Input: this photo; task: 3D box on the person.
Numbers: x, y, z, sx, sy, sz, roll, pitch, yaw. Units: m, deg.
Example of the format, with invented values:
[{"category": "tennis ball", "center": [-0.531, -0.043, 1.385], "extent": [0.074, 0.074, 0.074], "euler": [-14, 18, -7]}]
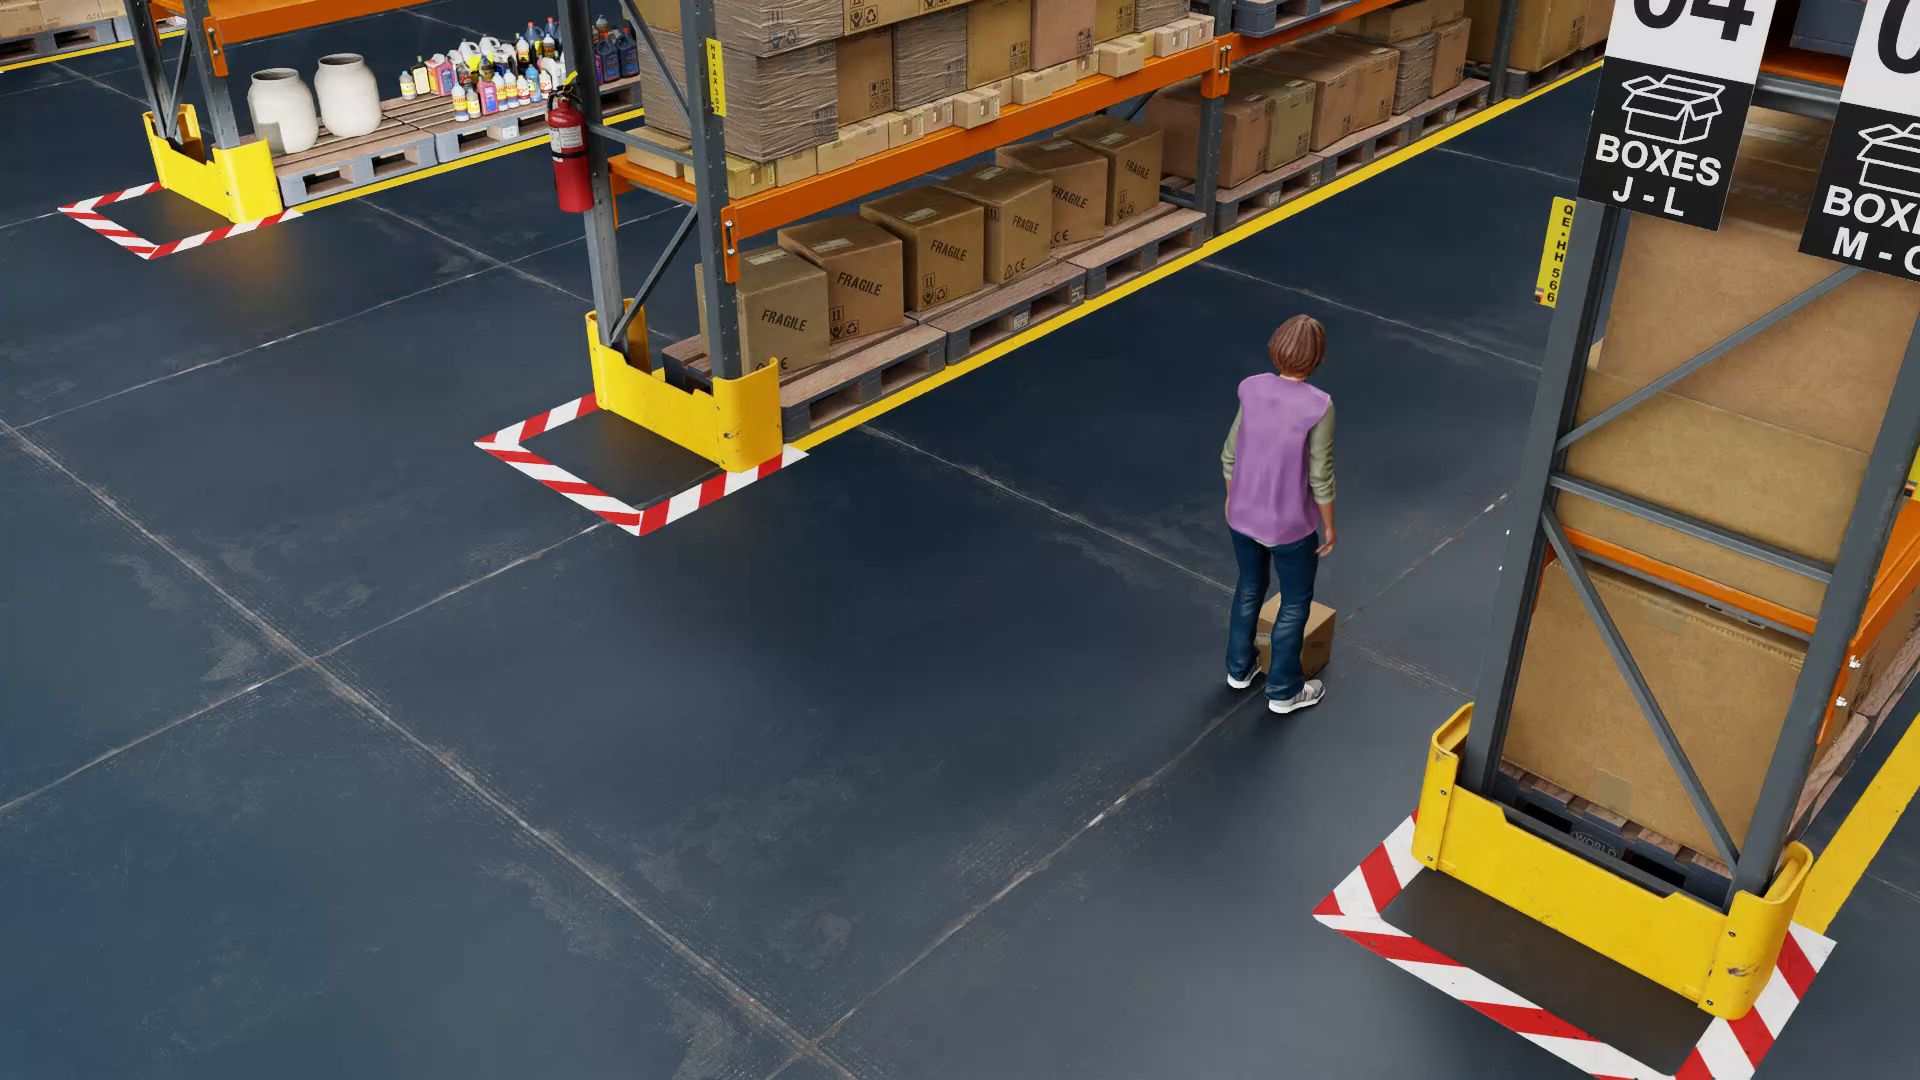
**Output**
[{"category": "person", "center": [1.201, -0.084, 6.281], "extent": [0.479, 1.593, 0.368], "euler": [24, 39, 33]}]
